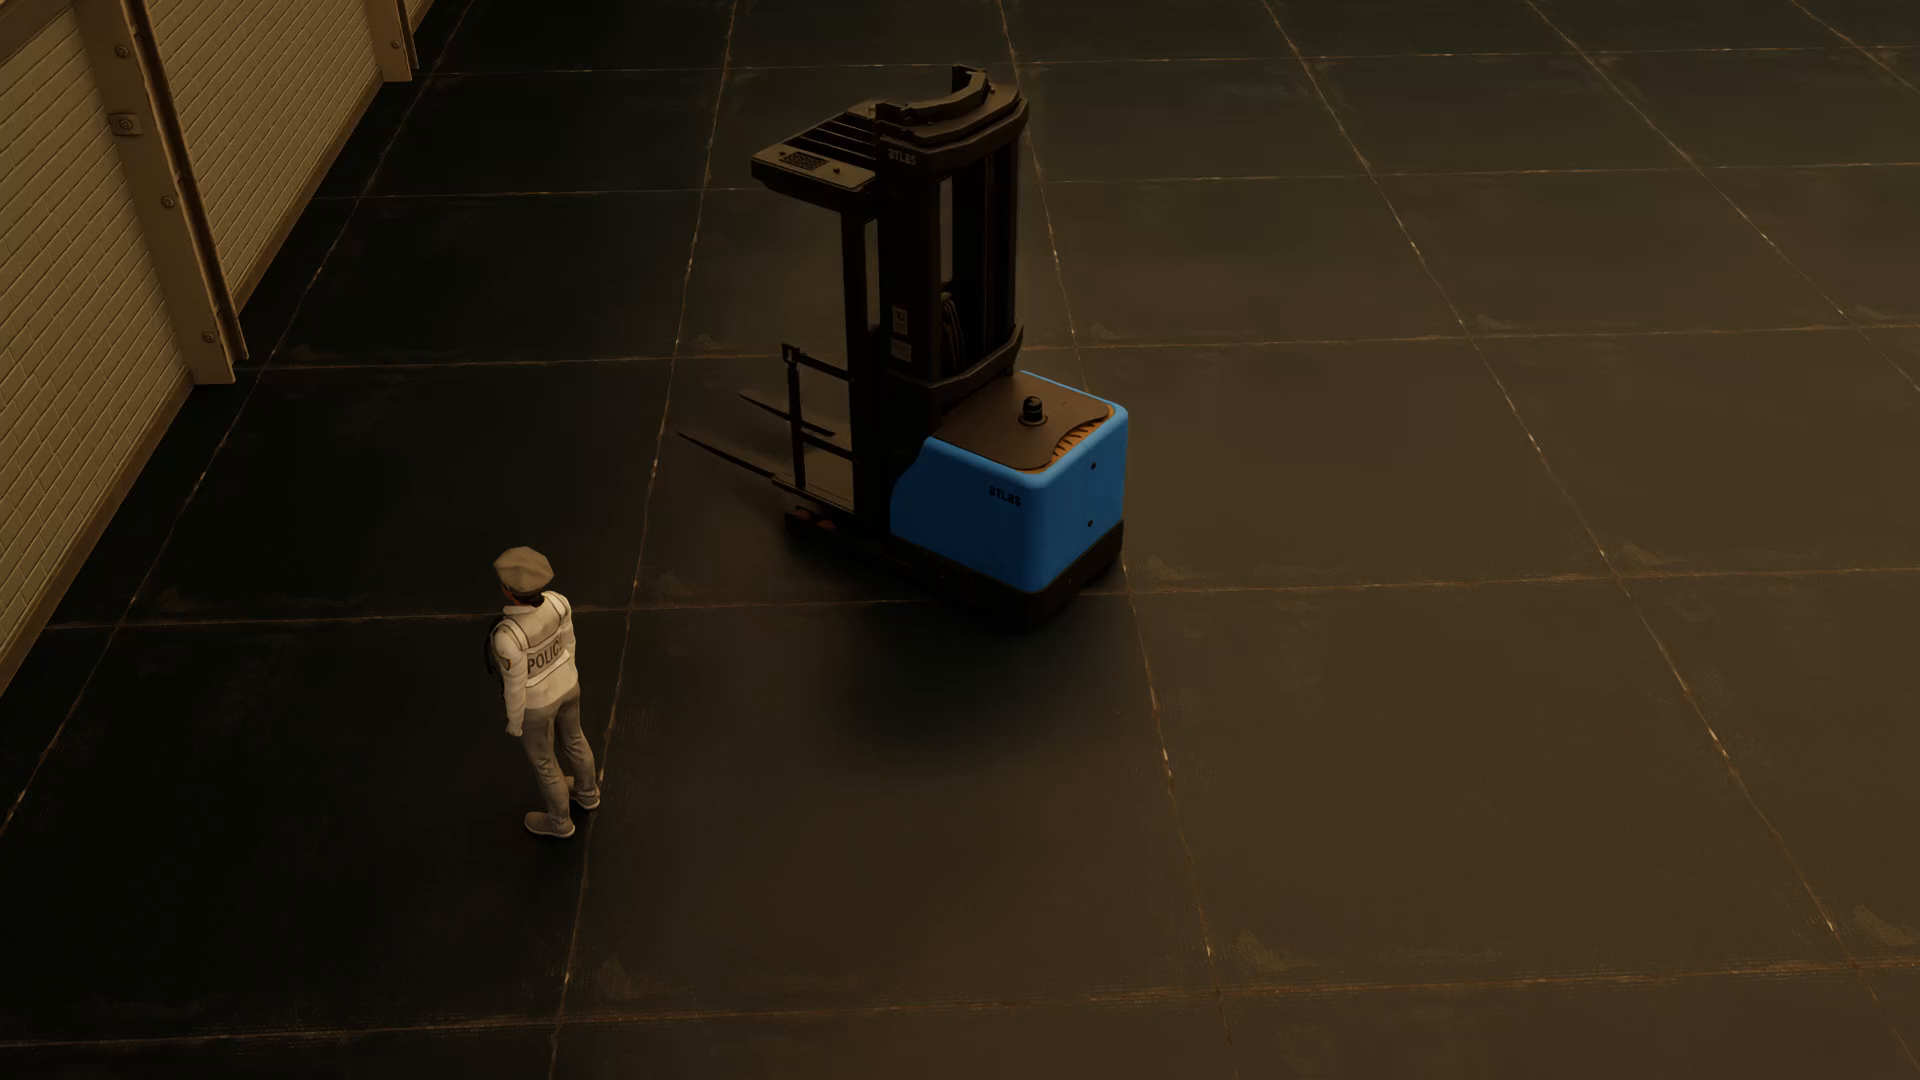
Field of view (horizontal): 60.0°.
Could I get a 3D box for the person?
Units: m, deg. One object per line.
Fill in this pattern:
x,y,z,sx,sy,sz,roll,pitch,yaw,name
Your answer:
-2.029,0.745,8.044,0.355,1.694,0.464,19,40,24,person

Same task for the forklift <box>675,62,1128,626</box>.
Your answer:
-0.487,-1.375,9.898,3.031,2.935,1.130,23,42,28,forklift
